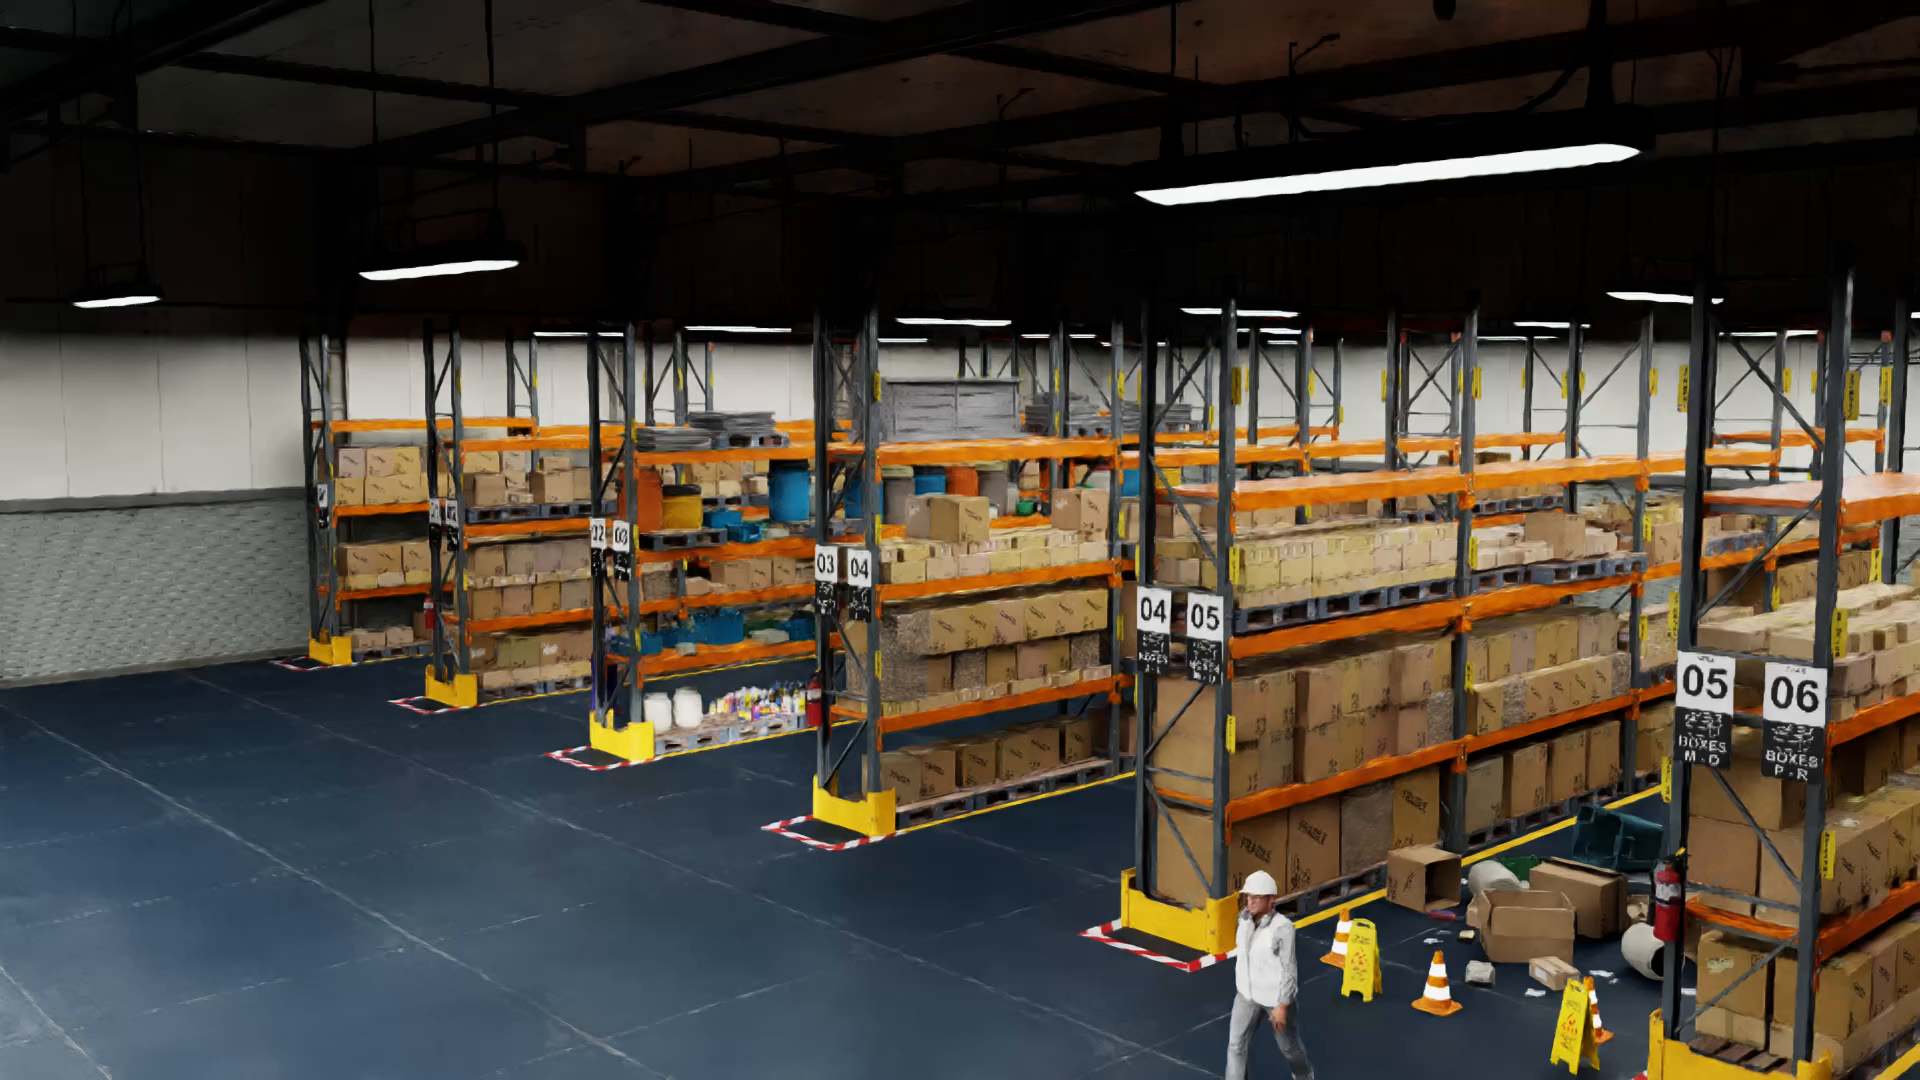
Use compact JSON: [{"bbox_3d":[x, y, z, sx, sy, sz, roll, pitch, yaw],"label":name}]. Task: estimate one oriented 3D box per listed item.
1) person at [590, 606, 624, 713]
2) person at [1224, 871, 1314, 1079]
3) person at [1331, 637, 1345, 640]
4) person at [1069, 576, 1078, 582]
[{"bbox_3d":[-5.314,1.815,24.983,0.429,1.656,0.533,2,6,17],"label":"person"},{"bbox_3d":[2.130,3.145,11.560,1.029,1.725,0.555,-6,8,-43],"label":"person"},{"bbox_3d":[5.035,2.052,22.234,0.577,1.716,1.087,5,7,38],"label":"person"},{"bbox_3d":[2.075,0.951,33.369,0.578,1.714,0.719,-6,8,-44],"label":"person"}]
